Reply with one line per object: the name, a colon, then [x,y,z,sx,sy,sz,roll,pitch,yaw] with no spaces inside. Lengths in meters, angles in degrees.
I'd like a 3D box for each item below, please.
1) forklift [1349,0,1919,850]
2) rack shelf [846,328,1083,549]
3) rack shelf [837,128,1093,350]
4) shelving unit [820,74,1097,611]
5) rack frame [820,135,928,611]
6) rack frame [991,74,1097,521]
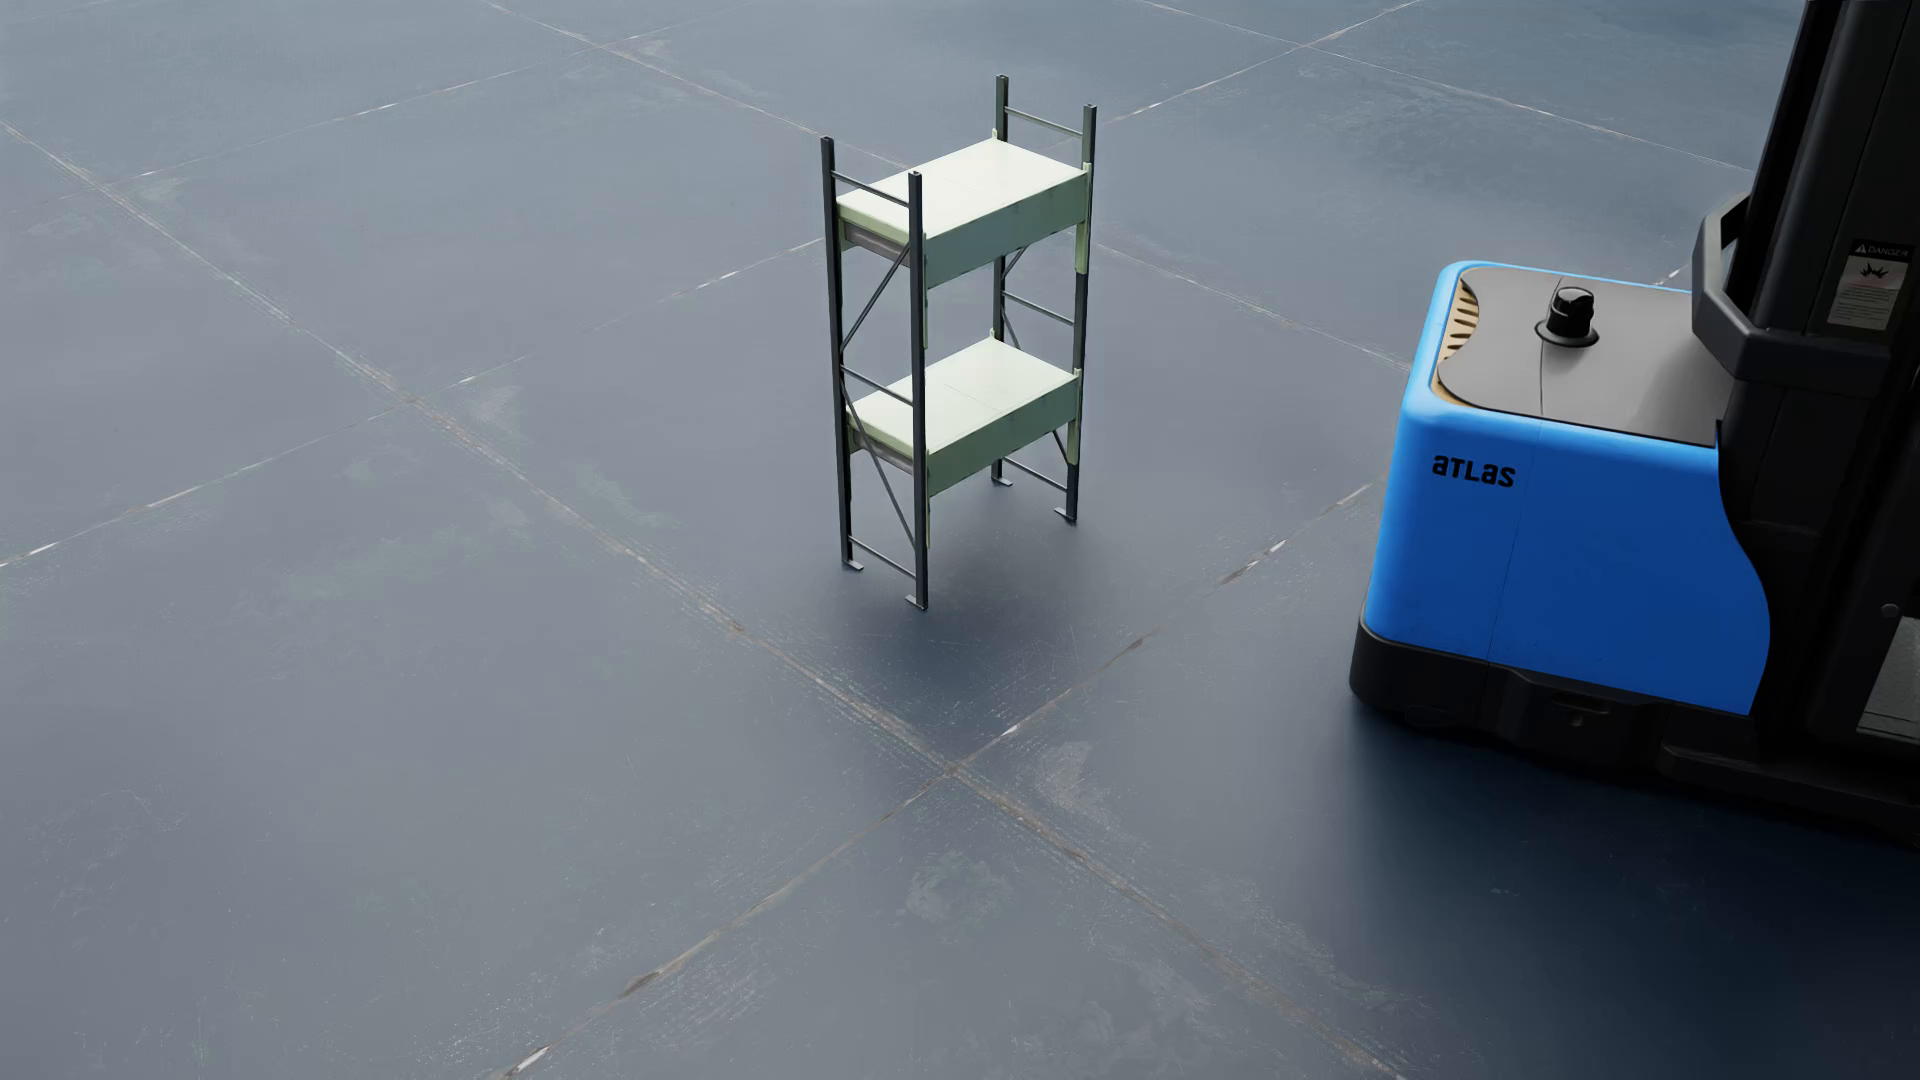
forklift: [2.743,-0.654,4.125,3.031,2.935,1.130,12,37,16]
rack shelf: [0.005,-0.350,5.511,0.431,0.370,0.720,30,45,35]
rack shelf: [0.005,-0.938,5.102,0.431,0.370,0.720,30,45,35]
shelving unit: [0.005,-0.618,5.325,0.431,1.500,0.755,30,45,35]
rack frame: [-0.253,-0.469,5.112,0.400,1.500,0.023,30,45,35]
rack frame: [0.263,-0.766,5.538,0.400,1.500,0.023,30,45,35]
